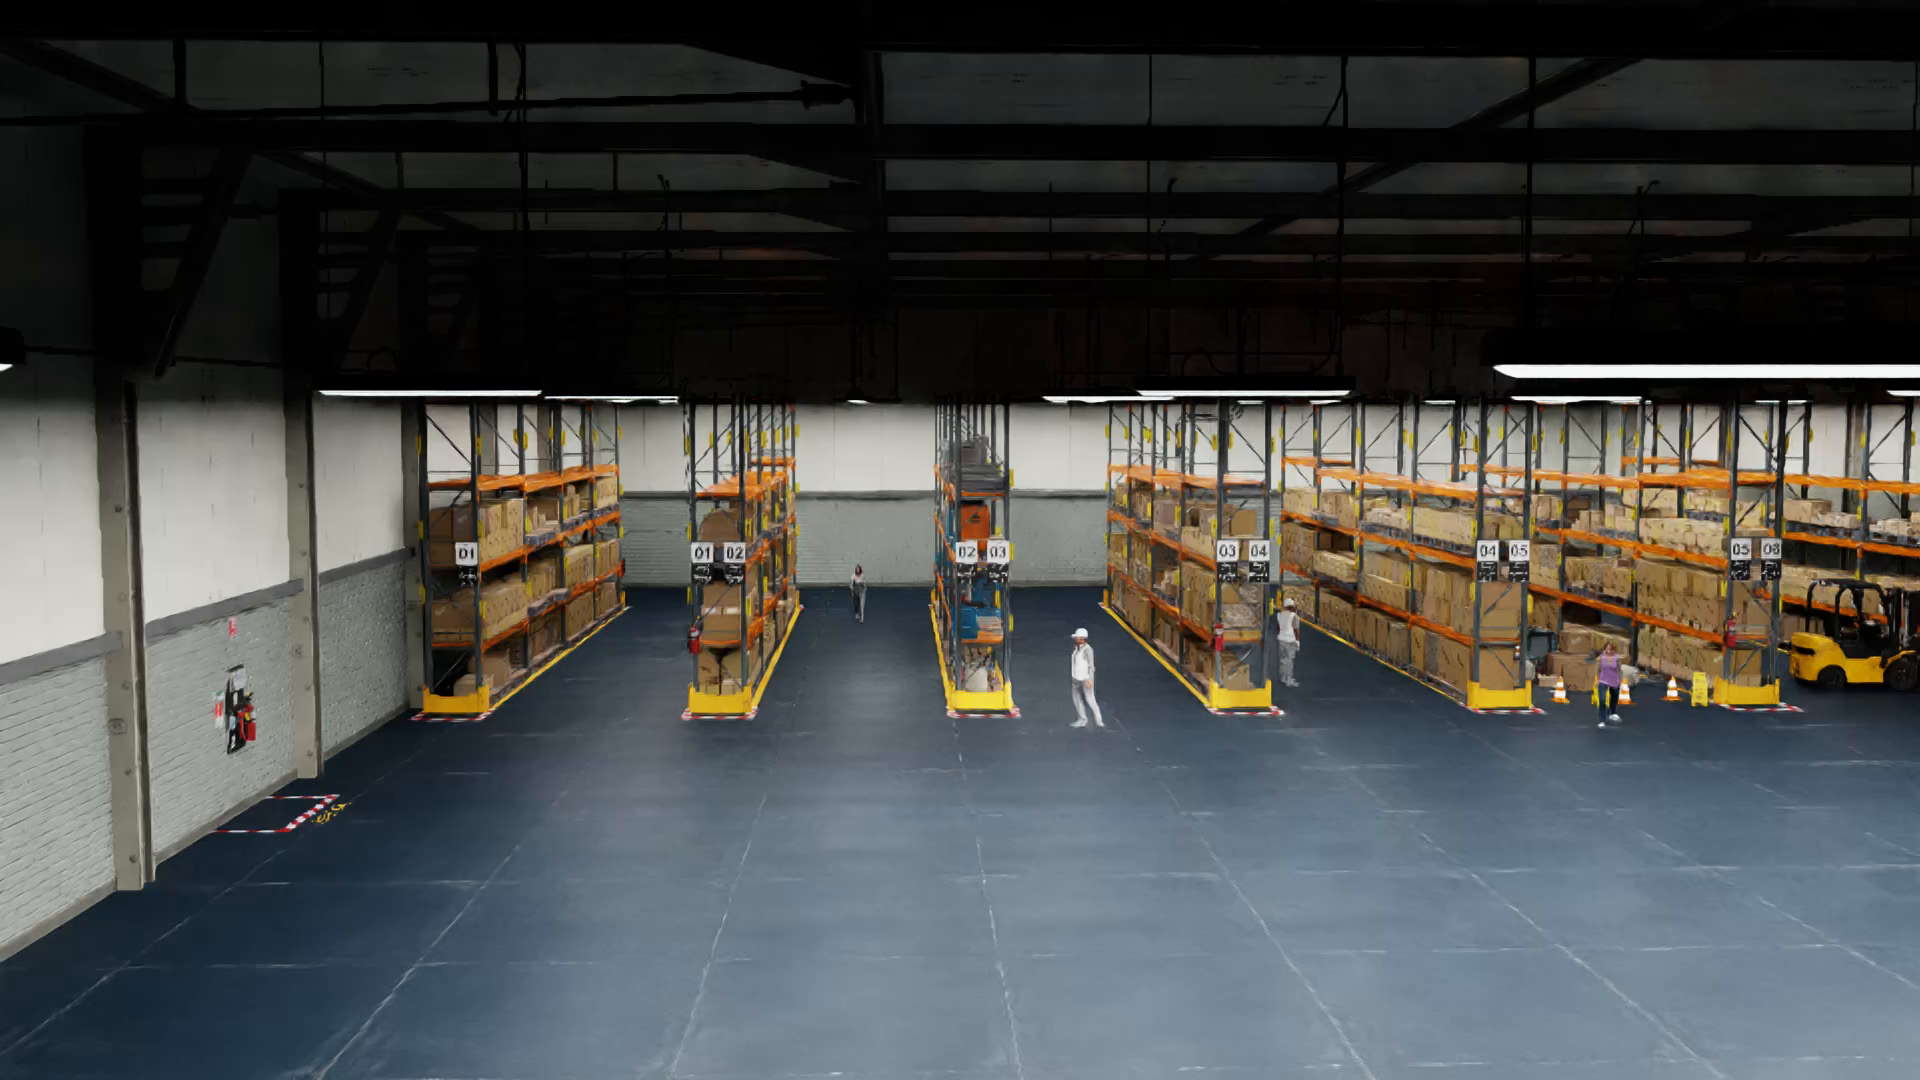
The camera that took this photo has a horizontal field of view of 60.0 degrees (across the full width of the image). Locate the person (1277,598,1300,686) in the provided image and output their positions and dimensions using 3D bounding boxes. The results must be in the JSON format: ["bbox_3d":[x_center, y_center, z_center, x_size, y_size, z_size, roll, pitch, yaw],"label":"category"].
[{"bbox_3d":[6.784,2.076,34.201,0.457,1.783,0.618,-3,5,-31],"label":"person"}]

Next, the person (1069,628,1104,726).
[{"bbox_3d":[2.268,2.462,29.822,0.544,1.766,0.632,-3,5,-30],"label":"person"}]

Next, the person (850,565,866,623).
[{"bbox_3d":[-2.705,1.410,44.218,0.417,1.517,1.036,0,5,1],"label":"person"}]

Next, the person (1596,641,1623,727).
[{"bbox_3d":[11.661,2.564,29.856,0.455,1.518,0.867,2,5,19],"label":"person"}]
